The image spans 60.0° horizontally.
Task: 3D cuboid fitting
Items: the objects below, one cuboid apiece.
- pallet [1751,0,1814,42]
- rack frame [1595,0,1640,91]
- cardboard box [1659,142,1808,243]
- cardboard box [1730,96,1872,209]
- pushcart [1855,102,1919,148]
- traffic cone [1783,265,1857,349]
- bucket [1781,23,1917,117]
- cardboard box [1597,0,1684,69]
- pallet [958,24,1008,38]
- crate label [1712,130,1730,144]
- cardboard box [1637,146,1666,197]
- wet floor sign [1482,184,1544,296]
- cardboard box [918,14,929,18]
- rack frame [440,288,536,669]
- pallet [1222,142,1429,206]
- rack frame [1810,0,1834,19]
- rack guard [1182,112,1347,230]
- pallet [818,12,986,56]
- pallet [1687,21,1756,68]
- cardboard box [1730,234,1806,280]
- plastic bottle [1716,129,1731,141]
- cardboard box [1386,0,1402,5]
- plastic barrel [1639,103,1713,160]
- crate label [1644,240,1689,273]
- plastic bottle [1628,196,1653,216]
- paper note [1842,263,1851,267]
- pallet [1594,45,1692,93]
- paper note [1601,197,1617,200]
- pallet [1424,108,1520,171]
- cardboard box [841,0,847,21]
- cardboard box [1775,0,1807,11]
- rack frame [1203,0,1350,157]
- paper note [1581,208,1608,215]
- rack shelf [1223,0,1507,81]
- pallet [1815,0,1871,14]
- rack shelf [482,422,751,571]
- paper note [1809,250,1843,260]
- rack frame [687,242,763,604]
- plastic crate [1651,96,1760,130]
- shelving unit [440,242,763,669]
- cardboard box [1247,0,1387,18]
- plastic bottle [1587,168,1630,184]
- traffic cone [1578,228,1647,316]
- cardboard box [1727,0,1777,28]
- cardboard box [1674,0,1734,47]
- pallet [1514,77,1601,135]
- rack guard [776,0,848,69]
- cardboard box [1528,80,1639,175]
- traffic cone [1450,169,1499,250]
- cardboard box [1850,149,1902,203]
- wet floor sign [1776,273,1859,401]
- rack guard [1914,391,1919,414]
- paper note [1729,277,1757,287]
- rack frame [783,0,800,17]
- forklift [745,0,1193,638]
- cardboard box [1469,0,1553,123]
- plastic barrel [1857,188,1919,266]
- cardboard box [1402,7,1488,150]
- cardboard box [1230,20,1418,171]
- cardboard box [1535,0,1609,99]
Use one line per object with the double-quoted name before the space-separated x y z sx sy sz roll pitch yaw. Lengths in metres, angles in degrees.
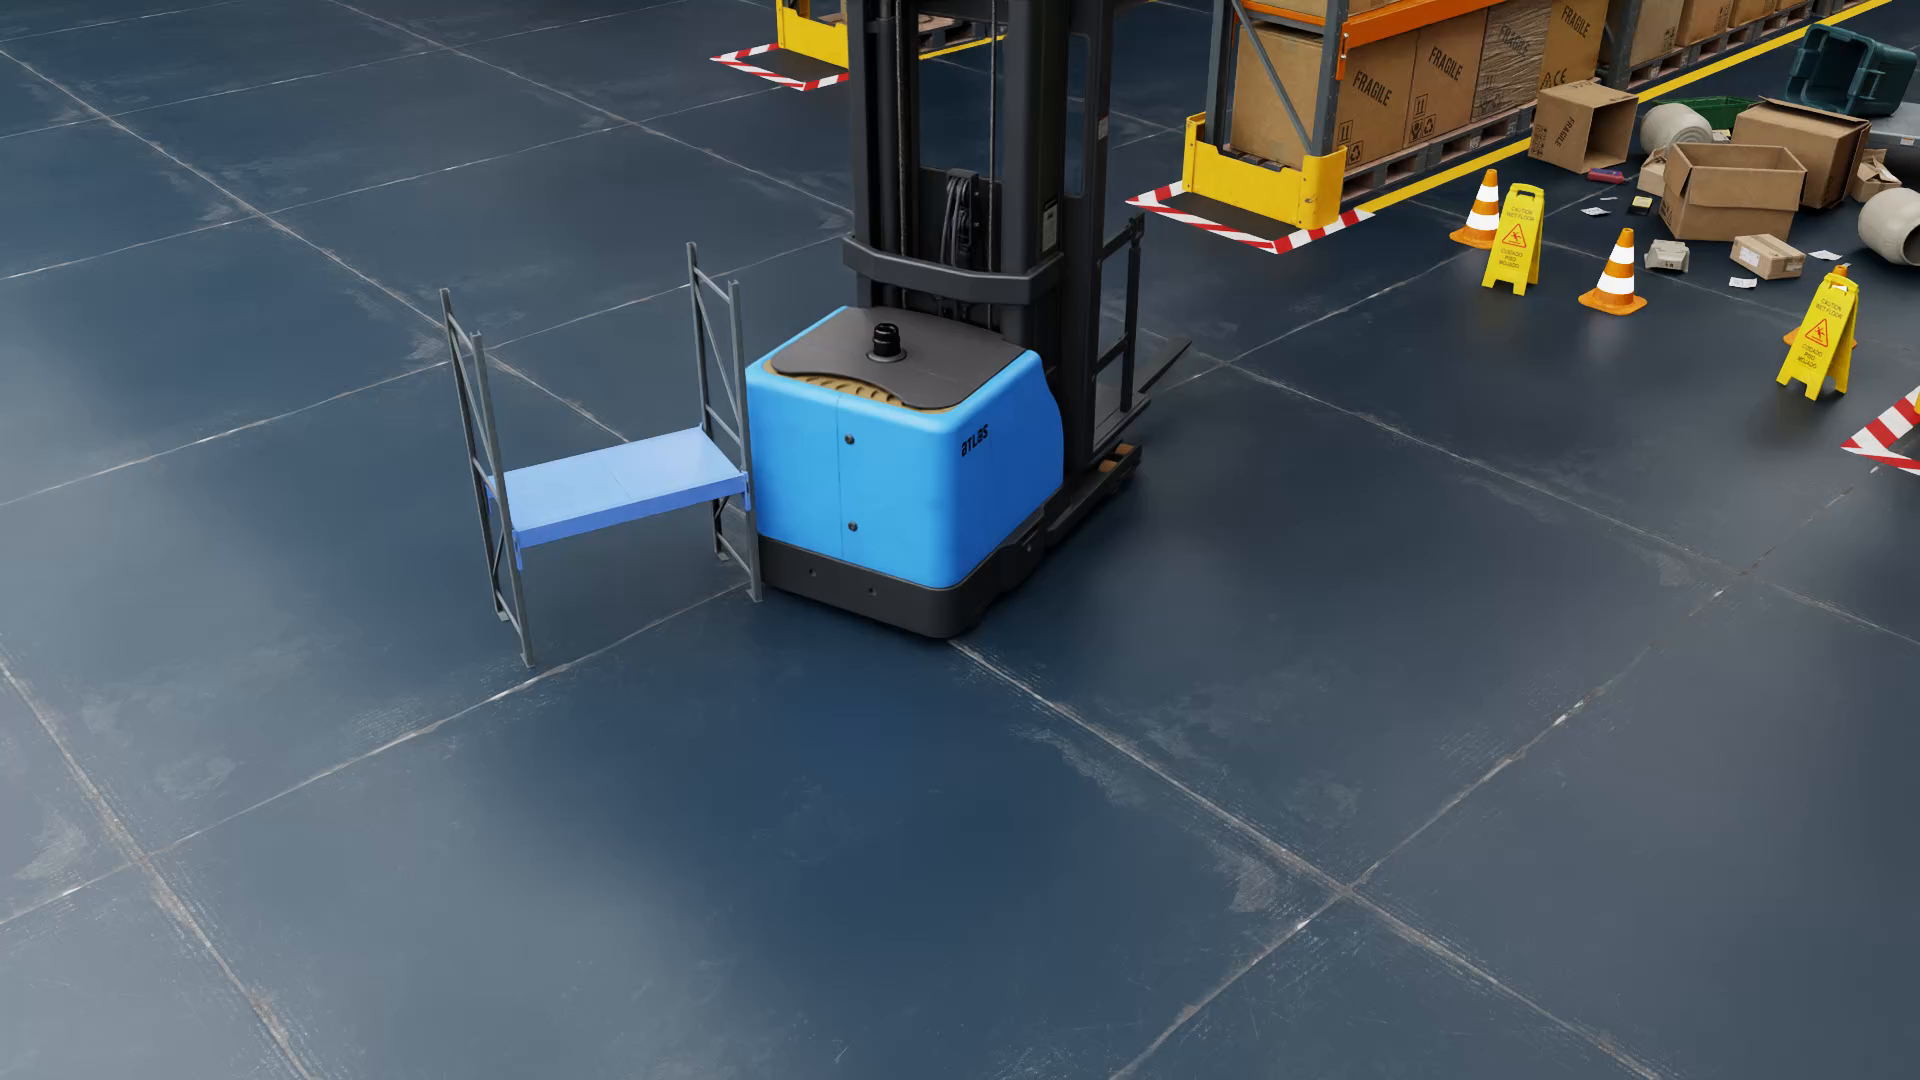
"pallet" 7.332 -5.031 15.775 1.213 0.211 1.003 -26 40 -35
"rack frame" 5.028 -5.053 13.138 0.127 3.000 1.000 -26 40 -35
"cardboard box" 5.101 -2.303 11.033 0.797 0.503 0.637 4 32 6
"cardboard box" 5.781 -2.695 11.546 0.503 0.637 0.797 -26 40 -35
"pushcart" 6.881 -2.931 12.181 1.648 0.377 0.936 15 34 23
"traffic cone" 4.973 -1.340 9.498 0.334 0.463 0.336 -26 40 -35
"bucket" 6.496 -3.374 12.074 0.620 0.611 0.726 -3 30 -25
"cardboard box" 5.422 -4.527 14.031 0.750 0.750 1.050 -26 40 -36
"pallet" 0.366 -5.110 15.904 1.213 0.211 1.003 -26 40 -35
"crate label" 5.627 -2.981 12.494 0.298 0.136 0.250 4 32 6
"cardboard box" 5.020 -2.572 11.702 0.258 0.266 0.396 -19 36 -28
"wet floor sign" 3.420 -1.862 10.176 0.267 0.644 0.232 22 37 31
"cardboard box" -0.319 -5.120 15.241 0.500 0.500 0.500 -15 35 -23
"rack frame" -1.892 -0.224 6.679 0.032 1.500 0.500 -16 35 -24
"pallet" 2.628 -2.758 12.058 1.213 0.211 1.003 -26 40 -35
"rack frame" 7.961 -6.472 15.458 0.127 3.000 1.000 -26 40 -35
"rack guard" 2.077 -2.559 11.456 0.348 0.500 1.175 -26 40 -35
"pallet" -0.528 -4.679 15.200 1.213 0.211 1.003 -26 40 -35
"pallet" 6.437 -4.601 15.071 1.213 0.211 1.003 -26 40 -35
"cardboard box" 5.122 -1.797 10.547 0.250 0.149 0.380 -7 32 -11
"plastic bottle" 5.851 -3.124 12.800 0.133 0.061 0.283 9 33 15
"cardboard box" 2.724 -4.050 11.355 0.550 0.550 0.875 -26 40 -35
"plastic barrel" 5.239 -2.964 12.192 0.421 0.421 0.512 -1 31 -2
"crate label" 4.503 -1.807 10.575 0.250 0.136 0.298 9 33 15
"plastic bottle" 4.705 -2.319 11.483 0.133 0.061 0.283 15 34 23
"paper note" 5.639 -1.746 10.596 0.123 0.001 0.032 -26 40 -35
"pallet" 5.542 -4.166 14.360 1.213 0.211 1.003 -26 40 -35
"paper note" 4.546 -2.392 11.652 0.123 0.001 0.032 -7 32 -11
"pallet" 3.522 -3.188 12.762 1.213 0.211 1.003 -26 40 -35
"cardboard box" -0.734 -4.895 14.873 0.500 0.500 0.500 -18 36 -27
"cardboard box" 7.453 -5.509 15.638 0.750 0.750 1.050 -26 40 -36
"rack frame" 2.095 -3.634 10.817 0.127 3.000 1.000 -26 40 -35
"paper note" 4.368 -2.258 11.416 0.142 0.017 0.144 -12 34 -19
"rack shelf" 3.561 -4.036 12.165 4.000 0.370 1.077 -26 40 -35
"pallet" 8.535 -5.559 16.638 1.213 0.211 1.003 -26 40 -35
"rack shelf" -1.446 -0.198 6.981 1.000 0.185 0.538 -16 35 -24
"paper note" 5.599 -1.845 10.749 0.142 0.019 0.148 -12 34 -19
"rack frame" -1.000 -0.479 7.095 0.032 1.500 0.500 -16 35 -24
"plastic crate" 5.791 -3.315 12.936 0.662 0.188 0.450 -7 22 -11
"shelving unit" -1.446 -0.351 6.887 1.048 1.500 0.538 -16 35 -24
"cardboard box" 2.336 -3.847 11.022 0.550 0.550 0.875 -26 40 -35
"plastic bottle" 4.675 -2.616 11.970 0.283 0.061 0.133 15 34 23
"traffic cone" 3.969 -1.644 9.995 0.334 0.463 0.336 -26 40 -35
"cardboard box" 6.814 -5.198 15.129 0.750 0.750 1.050 -25 39 -35
"cardboard box" 6.132 -4.867 14.589 0.750 0.750 1.050 -26 40 -35
"pallet" 4.417 -3.623 13.473 1.213 0.211 1.003 -26 40 -35
"rack guard" -1.148 -4.528 14.675 0.348 0.500 1.175 -26 40 -35
"cardboard box" 4.587 -3.044 12.247 0.500 0.500 0.500 -19 36 -28
"traffic cone" 3.450 -2.197 10.899 0.334 0.463 0.336 -26 40 -35
"cardboard box" 6.411 -2.561 11.683 0.258 0.266 0.396 4 32 6
"wet floor sign" 4.668 -1.114 8.953 0.232 0.644 0.267 -12 34 -19
"rack guard" 5.590 -0.737 8.476 0.348 0.500 1.175 -26 40 -35
"paper note" 4.874 -1.606 10.348 0.148 0.019 0.142 15 34 23
"rack frame" -1.204 -5.567 13.979 0.127 3.000 1.000 -26 40 -35
"forklift" 0.246 -1.580 7.525 1.130 2.935 3.031 16 35 25
"cardboard box" 3.861 -3.808 12.736 0.875 0.875 0.875 -25 40 -35
"plastic barrel" 6.020 -1.989 10.597 0.421 0.421 0.512 -1 31 -2
"cardboard box" 3.191 -3.485 12.209 0.875 0.875 0.875 -27 40 -36
"cardboard box" 2.547 -3.172 11.697 0.875 0.875 0.875 -26 40 -35
"cardboard box" 4.519 -4.129 13.261 0.875 0.875 0.875 -25 39 -35
